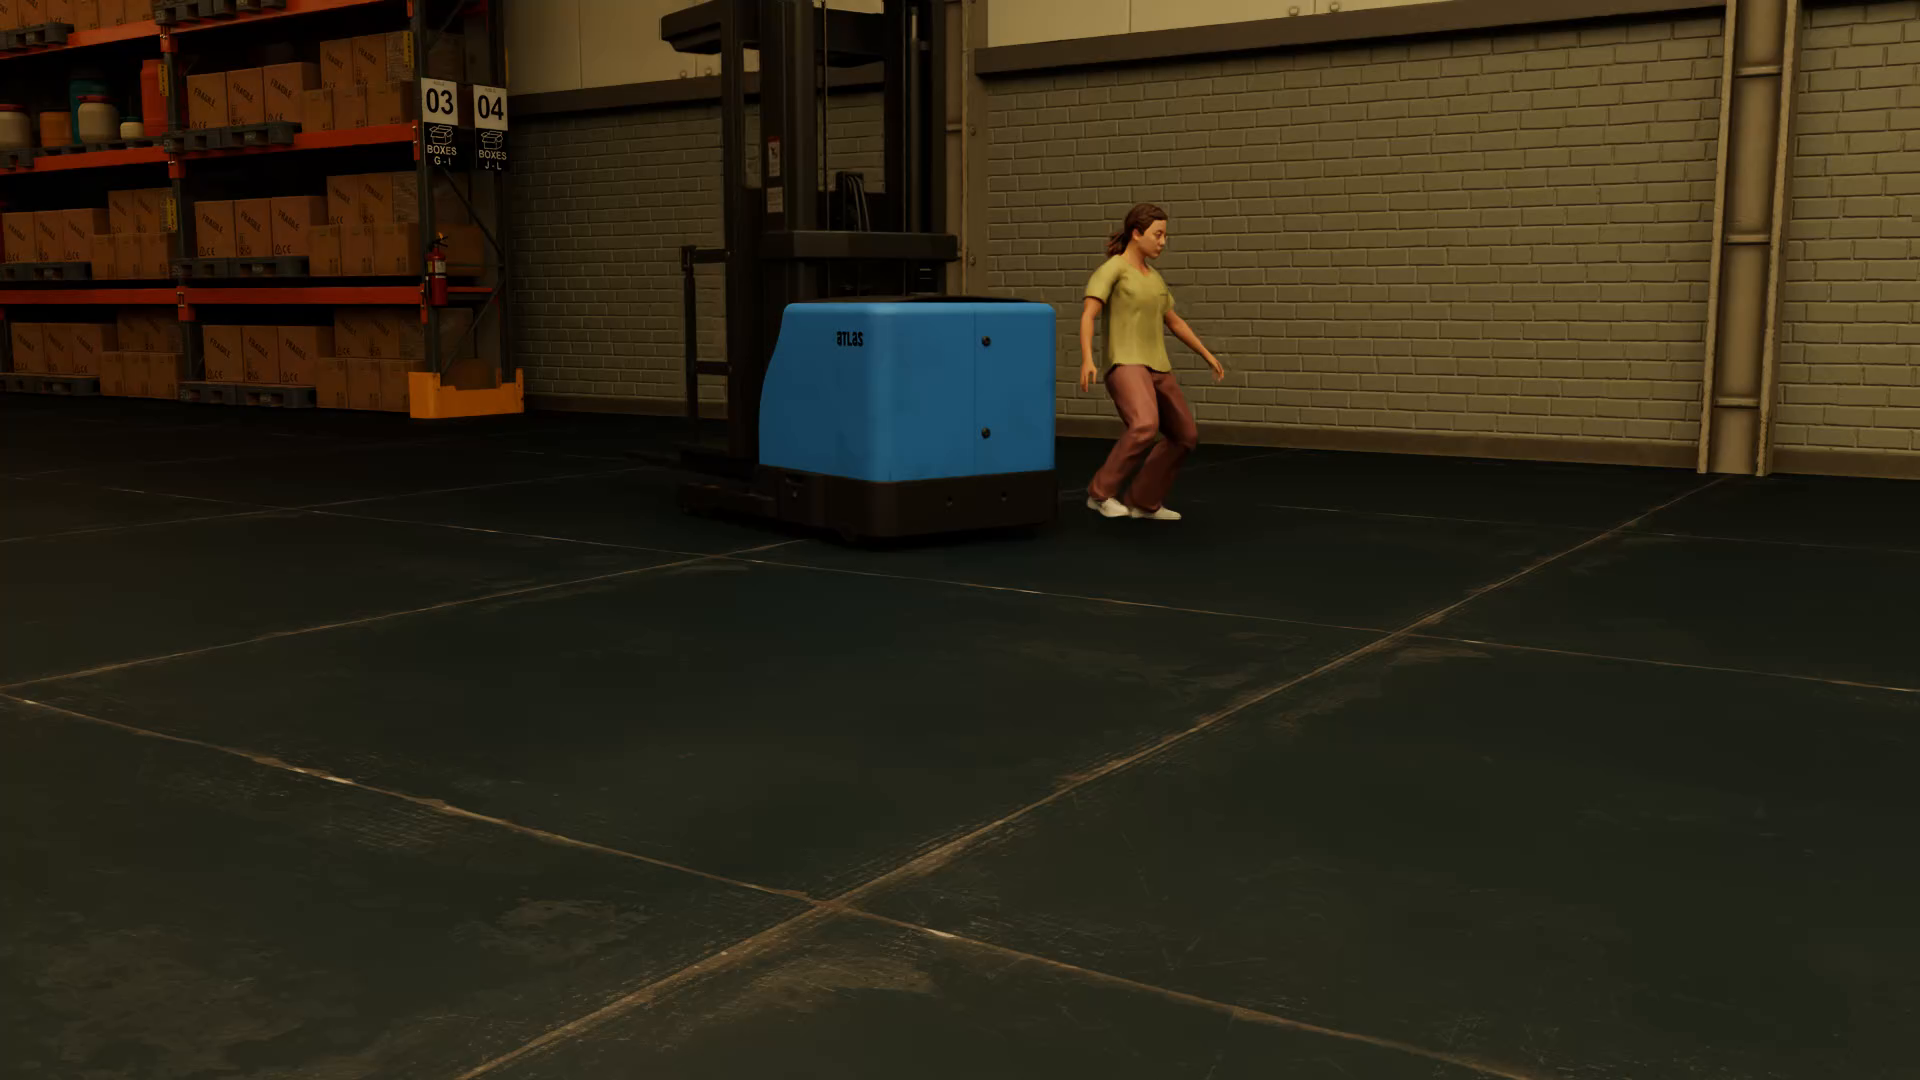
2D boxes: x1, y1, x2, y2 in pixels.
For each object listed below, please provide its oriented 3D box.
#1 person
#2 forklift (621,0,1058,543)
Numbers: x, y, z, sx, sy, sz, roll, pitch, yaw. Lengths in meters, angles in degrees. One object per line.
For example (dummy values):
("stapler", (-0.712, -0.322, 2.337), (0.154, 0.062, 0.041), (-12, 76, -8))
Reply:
("person", (0.884, -0.822, 7.975), (0.861, 1.568, 0.607), (-7, 11, -43))
("forklift", (-0.812, -1.601, 8.452), (1.130, 2.935, 3.031), (-6, 10, -35))
